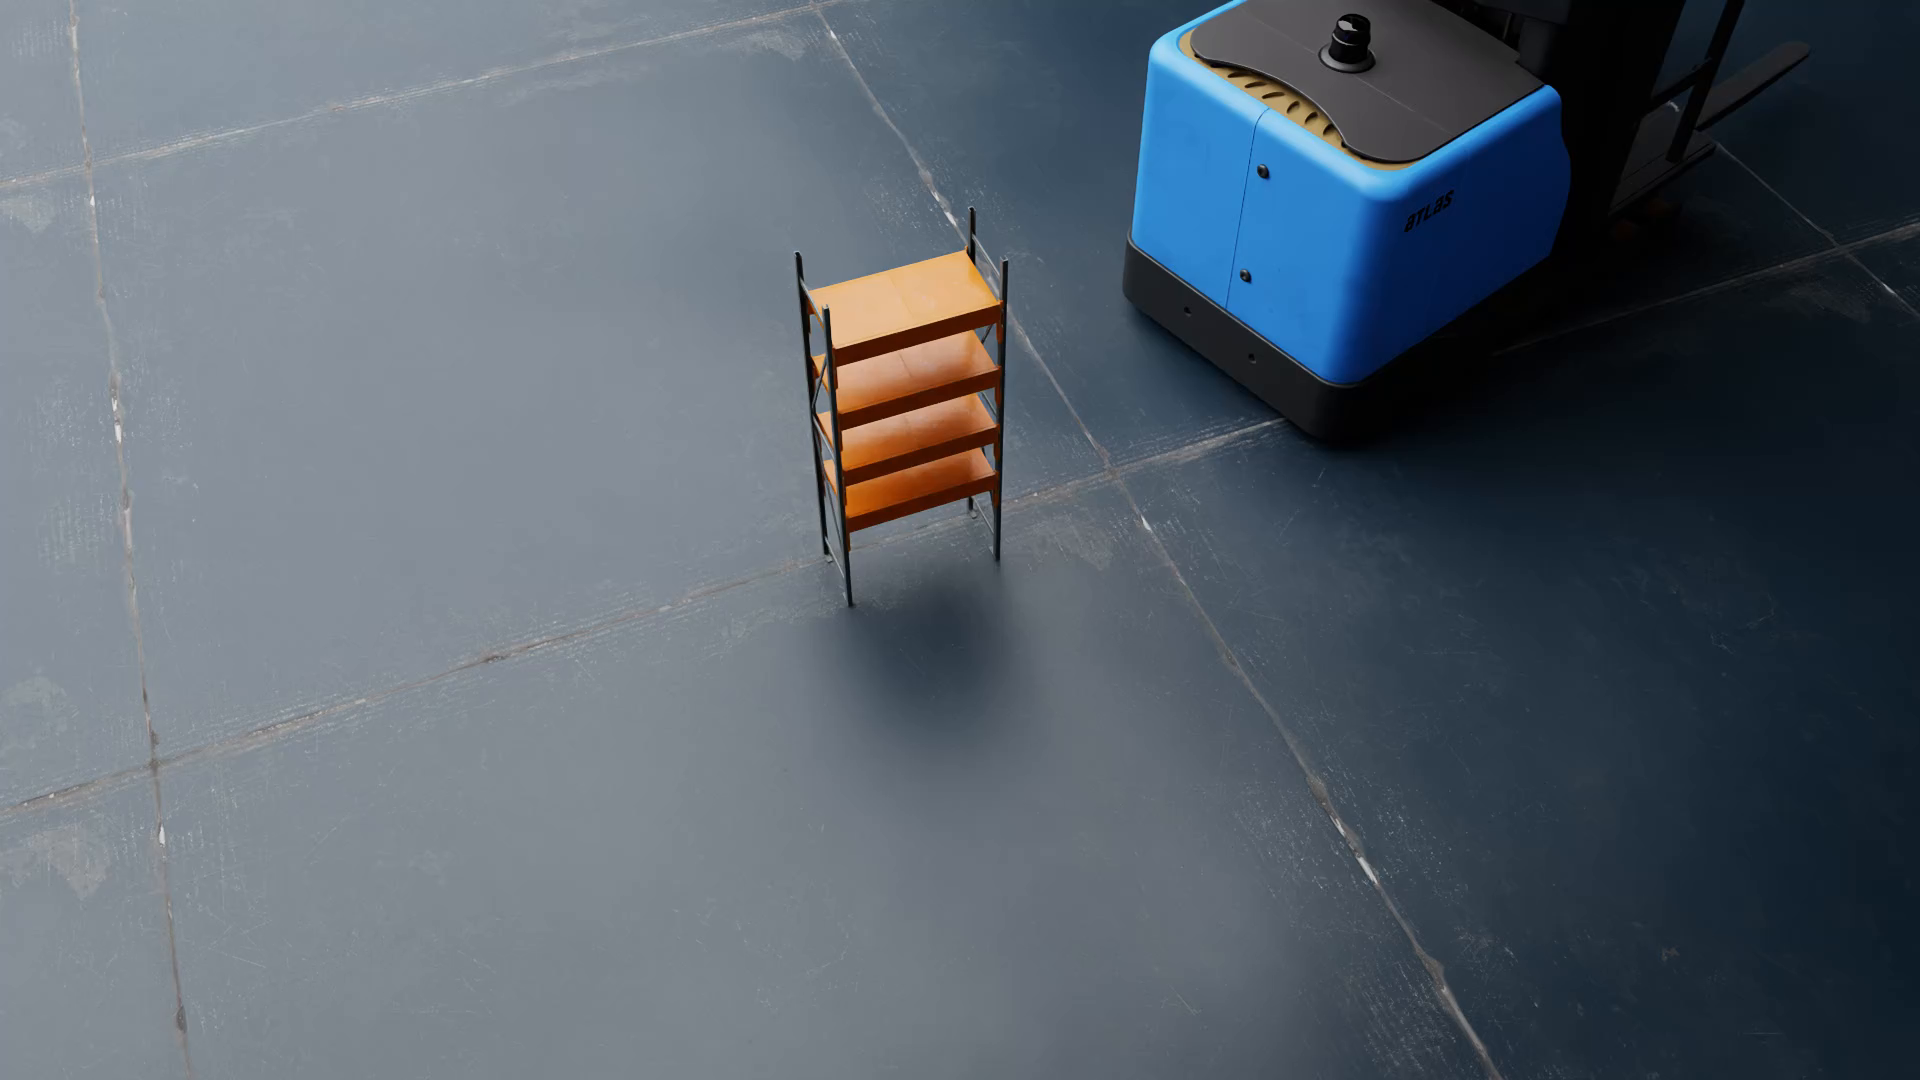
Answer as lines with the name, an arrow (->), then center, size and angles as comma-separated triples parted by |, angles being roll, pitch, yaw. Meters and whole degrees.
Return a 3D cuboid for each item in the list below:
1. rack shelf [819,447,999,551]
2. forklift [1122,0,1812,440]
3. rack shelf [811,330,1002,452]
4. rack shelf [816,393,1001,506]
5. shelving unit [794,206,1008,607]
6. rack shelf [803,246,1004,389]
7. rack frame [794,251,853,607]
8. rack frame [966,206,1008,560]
rack shelf -> -0.153, -0.170, 4.956 | 0.480, 0.148, 0.258 | -17, 52, -14
forklift -> 2.033, -2.241, 5.243 | 3.031, 2.935, 1.130 | -32, 57, -25
rack shelf -> -0.153, -0.445, 4.635 | 0.480, 0.148, 0.258 | -17, 52, -14
rack shelf -> -0.153, -0.300, 4.805 | 0.480, 0.148, 0.258 | -17, 52, -14
shelving unit -> -0.153, -0.343, 4.754 | 0.503, 1.200, 0.258 | -17, 52, -14
rack shelf -> -0.153, -0.599, 4.456 | 0.480, 0.148, 0.258 | -17, 52, -14
rack frame -> -0.379, -0.273, 4.694 | 0.015, 1.200, 0.240 | -17, 52, -14
rack frame -> 0.073, -0.413, 4.814 | 0.015, 1.200, 0.240 | -17, 52, -14
